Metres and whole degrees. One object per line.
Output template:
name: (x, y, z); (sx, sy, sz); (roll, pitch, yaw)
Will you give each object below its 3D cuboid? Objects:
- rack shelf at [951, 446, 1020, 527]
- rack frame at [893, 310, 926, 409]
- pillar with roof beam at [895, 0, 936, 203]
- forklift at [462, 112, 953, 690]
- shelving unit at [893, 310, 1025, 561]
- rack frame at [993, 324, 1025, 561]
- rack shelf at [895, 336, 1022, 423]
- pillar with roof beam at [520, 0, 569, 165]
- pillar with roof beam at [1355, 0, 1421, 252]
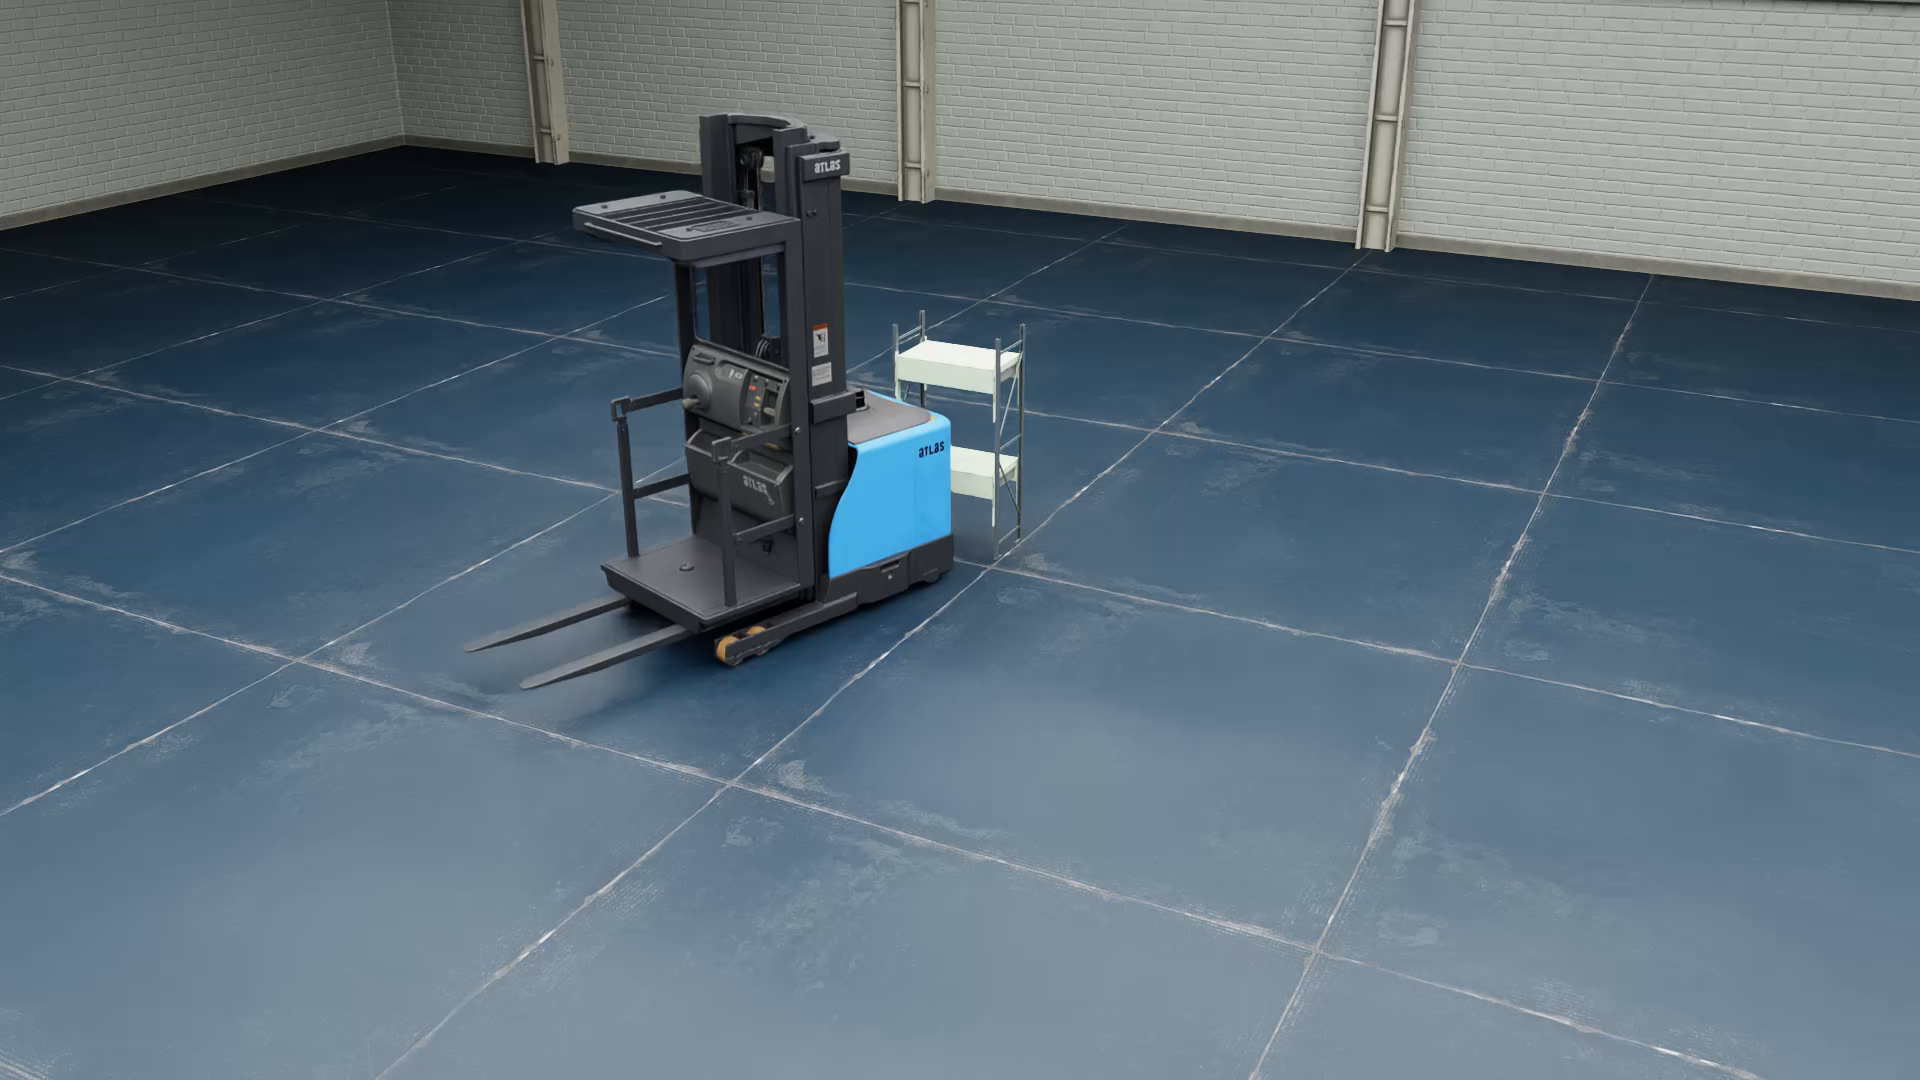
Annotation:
rack shelf: (-0.006, -0.391, 11.087); (0.720, 0.370, 0.431); (11, 25, 25)
rack frame: (-0.333, -0.756, 11.111); (0.023, 1.500, 0.400); (11, 25, 25)
pillar with roof beam: (-2.503, -7.074, 16.385); (0.400, 9.000, 9.100); (11, 25, 25)
forklift: (-1.454, -0.856, 9.518); (3.031, 2.935, 1.130); (-21, 31, -40)
shelving unit: (-0.006, -0.691, 10.959); (0.755, 1.500, 0.431); (11, 25, 25)
rack frame: (0.321, -0.627, 10.807); (0.023, 1.500, 0.400); (11, 25, 25)
rack shelf: (-0.006, -1.050, 10.807); (0.720, 0.370, 0.431); (11, 25, 25)
pillar with roof beam: (-7.858, -8.133, 18.876); (0.400, 9.000, 9.100); (11, 25, 25)
pillar with roof beam: (2.851, -6.014, 13.893); (0.400, 9.000, 9.100); (11, 25, 25)
